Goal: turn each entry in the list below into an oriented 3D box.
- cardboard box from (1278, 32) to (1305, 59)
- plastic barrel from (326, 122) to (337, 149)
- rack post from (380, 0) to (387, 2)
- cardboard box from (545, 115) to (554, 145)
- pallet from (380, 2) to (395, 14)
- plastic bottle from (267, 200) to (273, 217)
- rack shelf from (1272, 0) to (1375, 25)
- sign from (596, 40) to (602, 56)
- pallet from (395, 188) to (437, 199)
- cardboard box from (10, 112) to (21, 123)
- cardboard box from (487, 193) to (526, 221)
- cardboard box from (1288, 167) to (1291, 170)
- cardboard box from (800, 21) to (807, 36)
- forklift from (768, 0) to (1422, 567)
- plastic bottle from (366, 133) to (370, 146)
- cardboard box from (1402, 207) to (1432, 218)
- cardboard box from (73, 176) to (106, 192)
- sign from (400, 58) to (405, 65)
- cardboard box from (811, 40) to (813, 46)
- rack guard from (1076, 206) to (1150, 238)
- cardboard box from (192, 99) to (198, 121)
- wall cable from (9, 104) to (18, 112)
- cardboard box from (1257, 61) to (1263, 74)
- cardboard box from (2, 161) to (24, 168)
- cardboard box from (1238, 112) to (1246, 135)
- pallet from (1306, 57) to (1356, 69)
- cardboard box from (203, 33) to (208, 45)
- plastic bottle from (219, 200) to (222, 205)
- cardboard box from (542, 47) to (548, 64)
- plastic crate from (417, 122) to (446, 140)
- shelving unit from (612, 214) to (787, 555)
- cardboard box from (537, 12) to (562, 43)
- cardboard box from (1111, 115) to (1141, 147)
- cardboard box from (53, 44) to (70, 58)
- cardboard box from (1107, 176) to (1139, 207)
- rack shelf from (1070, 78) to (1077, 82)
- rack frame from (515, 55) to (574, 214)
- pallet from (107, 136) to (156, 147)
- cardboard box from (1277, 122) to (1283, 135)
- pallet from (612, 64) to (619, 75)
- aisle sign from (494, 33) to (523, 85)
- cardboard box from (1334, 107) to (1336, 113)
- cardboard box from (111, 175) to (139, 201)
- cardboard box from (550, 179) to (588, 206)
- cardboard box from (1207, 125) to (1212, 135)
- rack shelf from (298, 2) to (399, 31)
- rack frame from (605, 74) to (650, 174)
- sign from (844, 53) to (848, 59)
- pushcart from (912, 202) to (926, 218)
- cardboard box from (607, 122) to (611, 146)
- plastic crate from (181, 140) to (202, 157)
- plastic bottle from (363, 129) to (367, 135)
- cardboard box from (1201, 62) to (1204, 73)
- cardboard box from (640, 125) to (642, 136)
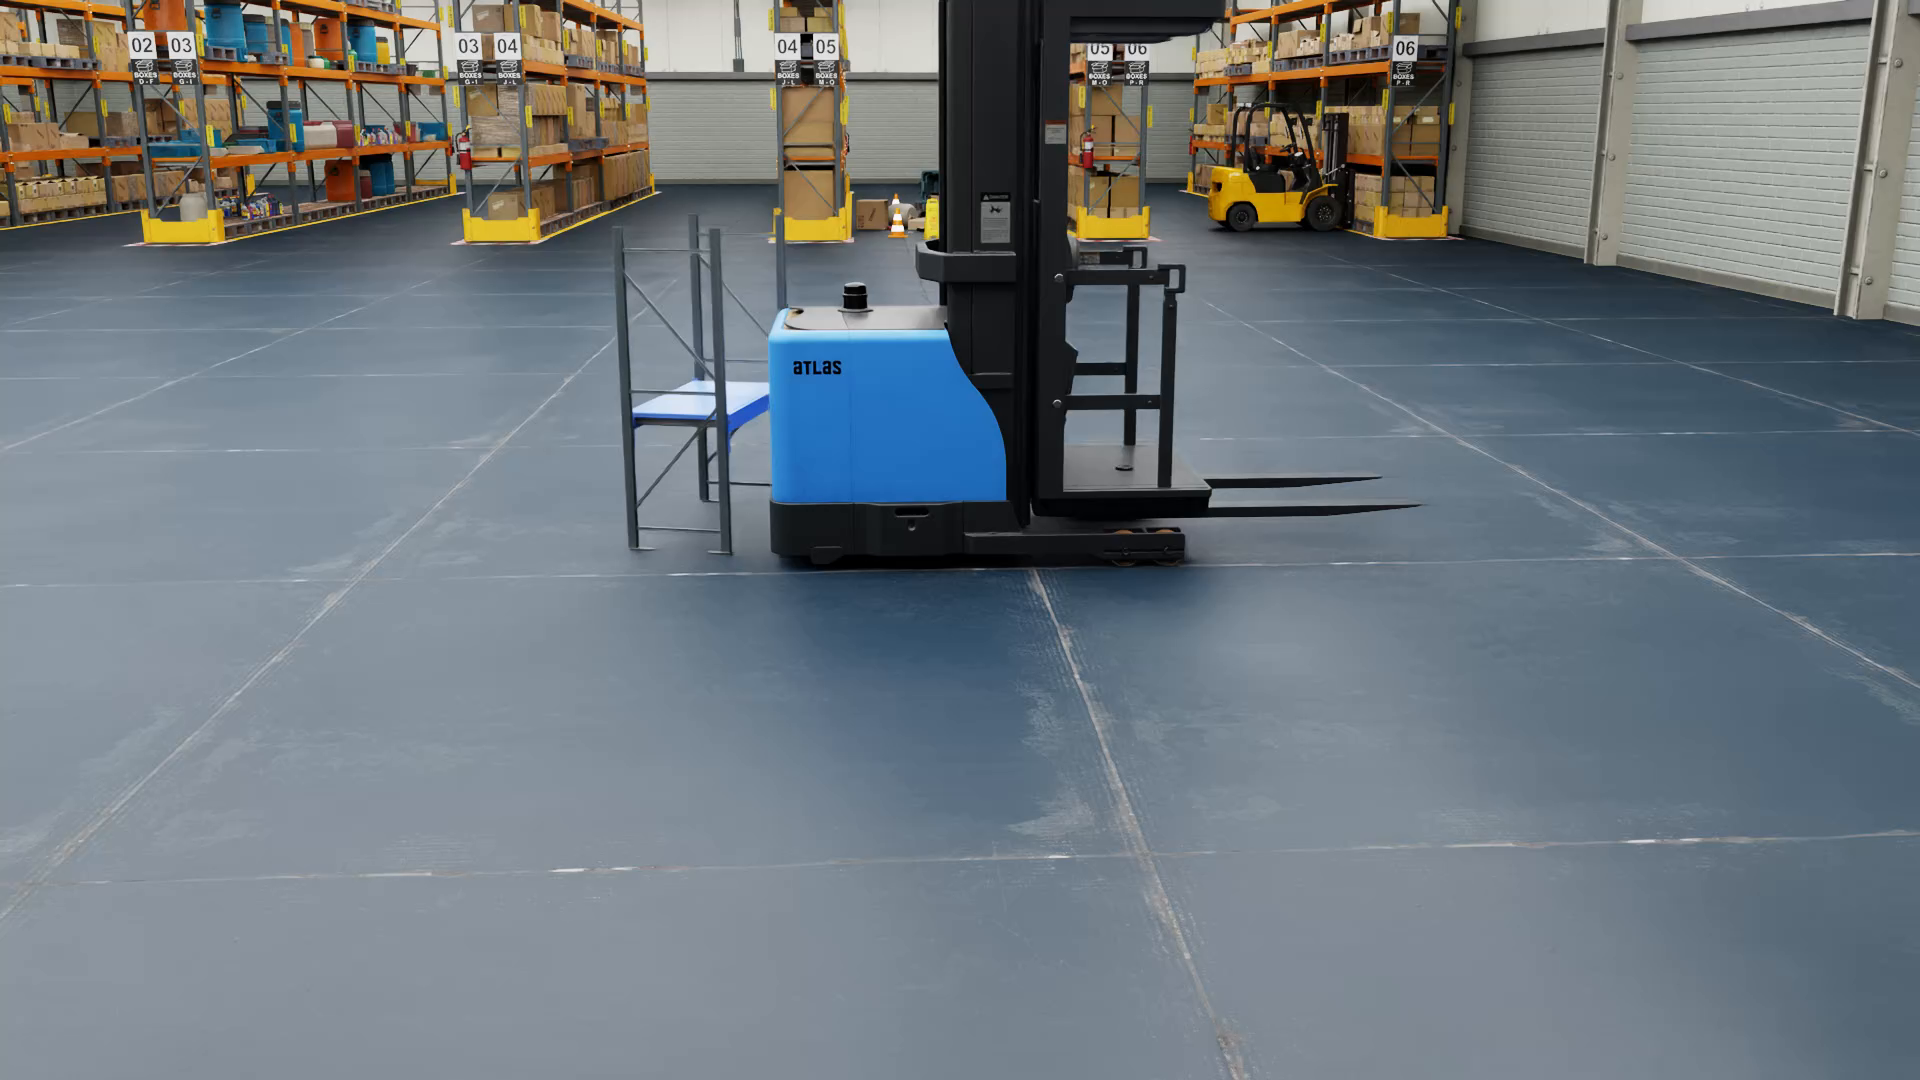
[{"bbox_3d":[6.781,-10.062,33.850,0.500,0.500,0.500,-1,14,-3],"label":"cardboard box"},{"bbox_3d":[-12.532,-7.988,32.827,0.421,0.512,0.421,0,14,0],"label":"plastic barrel"},{"bbox_3d":[-13.036,-11.840,36.135,0.937,0.300,0.954,-1,14,-4],"label":"rack post"},{"bbox_3d":[-7.524,-7.100,28.803,0.875,0.500,0.500,-1,14,-3],"label":"cardboard box"},{"bbox_3d":[-12.975,-11.596,36.217,1.003,0.211,1.213,-1,14,-3],"label":"pallet"},{"bbox_3d":[-12.170,-5.846,29.294,0.061,0.283,0.133,0,14,0],"label":"plastic bottle"},{"bbox_3d":[7.103,-10.359,32.475,1.077,0.370,4.000,-1,14,-3],"label":"rack shelf"},{"bbox_3d":[-7.324,-9.974,33.712,0.100,0.325,0.005,-1,14,-3],"label":"sign"},{"bbox_3d":[-13.220,-8.317,39.927,1.003,0.211,1.213,-1,14,-3],"label":"pallet"},{"bbox_3d":[-23.095,-9.861,39.729,0.980,0.700,0.700,-1,14,-4],"label":"cardboard box"},{"bbox_3d":[-7.392,-5.421,27.251,0.500,0.500,0.500,2,15,7],"label":"cardboard box"},{"bbox_3d":[7.258,-7.935,35.717,0.380,0.149,0.250,0,14,-1],"label":"cardboard box"},{"bbox_3d":[-2.752,-8.342,27.070,0.500,0.250,0.500,-1,14,-3],"label":"cardboard box"},{"bbox_3d":[0.629,-1.429,7.698,3.031,2.935,1.130,-1,14,-3],"label":"forklift"},{"bbox_3d":[-12.544,-8.471,35.190,0.097,0.271,0.097,0,14,0],"label":"plastic bottle"},{"bbox_3d":[7.640,-5.500,28.060,0.500,0.250,0.500,-1,14,-3],"label":"cardboard box"},{"bbox_3d":[-17.475,-7.127,33.258,0.500,0.311,0.500,-1,14,-2],"label":"cardboard box"},{"bbox_3d":[-12.507,-10.646,37.346,0.100,0.325,0.005,-1,14,-3],"label":"sign"},{"bbox_3d":[-2.864,-9.124,30.707,0.500,0.250,0.500,-1,14,-3],"label":"cardboard box"},{"bbox_3d":[2.517,-5.234,27.367,1.175,0.500,0.348,-1,14,-3],"label":"rack guard"},{"bbox_3d":[-17.781,-9.888,38.230,0.500,0.500,0.500,-1,14,-5],"label":"cardboard box"},{"bbox_3d":[-24.216,-10.819,42.016,0.084,1.984,1.851,-1,14,-3],"label":"wall cable"},{"bbox_3d":[6.674,-10.122,35.628,0.500,0.250,0.500,-1,14,-3],"label":"cardboard box"},{"bbox_3d":[-22.843,-9.065,40.109,0.380,0.149,0.250,0,14,-2],"label":"cardboard box"},{"bbox_3d":[6.619,-9.292,37.078,0.700,0.500,0.500,-1,14,-4],"label":"cardboard box"},{"bbox_3d":[7.160,-9.078,31.652,0.805,0.209,1.217,-1,15,-6],"label":"pallet"},{"bbox_3d":[-18.116,-11.710,39.290,0.700,0.500,0.500,-1,14,-3],"label":"cardboard box"},{"bbox_3d":[-12.945,-5.793,29.090,0.061,0.283,0.133,0,14,-1],"label":"plastic bottle"},{"bbox_3d":[-7.244,-8.158,27.993,0.500,0.250,0.500,0,14,-2],"label":"cardboard box"},{"bbox_3d":[-13.097,-10.142,41.231,0.616,0.435,0.499,-1,14,-3],"label":"plastic crate"},{"bbox_3d":[-1.224,-0.797,8.113,0.538,1.500,1.048,3,15,10],"label":"shelving unit"},{"bbox_3d":[-7.335,-9.047,29.348,0.500,0.500,0.500,-1,14,-5],"label":"cardboard box"},{"bbox_3d":[2.769,-6.741,27.407,0.500,0.500,0.500,-1,14,-4],"label":"cardboard box"},{"bbox_3d":[-17.618,-9.452,32.181,0.500,0.250,0.500,0,14,-2],"label":"cardboard box"},{"bbox_3d":[2.745,-5.872,27.998,0.500,0.500,0.500,-1,14,-5],"label":"cardboard box"},{"bbox_3d":[1.902,-10.017,36.364,1.077,0.370,4.000,-1,14,-3],"label":"rack shelf"},{"bbox_3d":[-7.617,-7.268,30.254,1.000,3.000,0.127,-1,14,-3],"label":"rack frame"},{"bbox_3d":[-17.878,-8.501,35.433,1.003,0.211,1.213,-1,14,-3],"label":"pallet"},{"bbox_3d":[6.793,-8.424,34.045,0.500,0.250,0.500,0,14,-2],"label":"cardboard box"},{"bbox_3d":[-8.007,-10.390,36.753,0.805,0.209,1.217,-1,15,-6],"label":"pallet"},{"bbox_3d":[-7.066,-7.521,26.021,0.394,0.787,0.004,-1,14,-3],"label":"aisle sign"},{"bbox_3d":[7.075,-7.858,30.447,0.380,0.149,0.250,-1,14,-3],"label":"cardboard box"},{"bbox_3d":[-17.534,-7.361,34.749,0.500,0.500,0.500,-1,14,-5],"label":"cardboard box"},{"bbox_3d":[-7.715,-6.820,32.647,0.700,0.500,0.500,0,14,1],"label":"cardboard box"},{"bbox_3d":[6.362,-10.059,40.806,0.500,0.250,0.500,-1,14,-5],"label":"cardboard box"},{"bbox_3d":[-12.933,-11.047,35.148,1.077,0.370,4.000,-1,14,-3],"label":"rack shelf"},{"bbox_3d":[-8.361,-10.252,41.853,1.000,3.000,0.127,-1,14,-3],"label":"rack frame"},{"bbox_3d":[-2.849,-12.189,41.583,0.100,0.325,0.005,-1,14,-3],"label":"sign"},{"bbox_3d":[0.001,-6.103,30.990,1.648,0.377,0.936,-6,16,-23],"label":"pushcart"},{"bbox_3d":[-7.658,-8.564,35.092,0.500,0.500,0.500,-1,14,-5],"label":"cardboard box"},{"bbox_3d":[-12.677,-6.406,27.203,0.499,0.251,0.408,-1,14,-3],"label":"plastic crate"},{"bbox_3d":[-12.748,-8.624,35.623,0.144,0.351,0.185,-1,14,-3],"label":"plastic bottle"},{"bbox_3d":[6.291,-11.766,41.421,0.500,0.250,0.500,-1,14,-2],"label":"cardboard box"},{"bbox_3d":[-8.003,-9.954,40.400,0.500,0.250,0.500,-1,14,-5],"label":"cardboard box"}]
